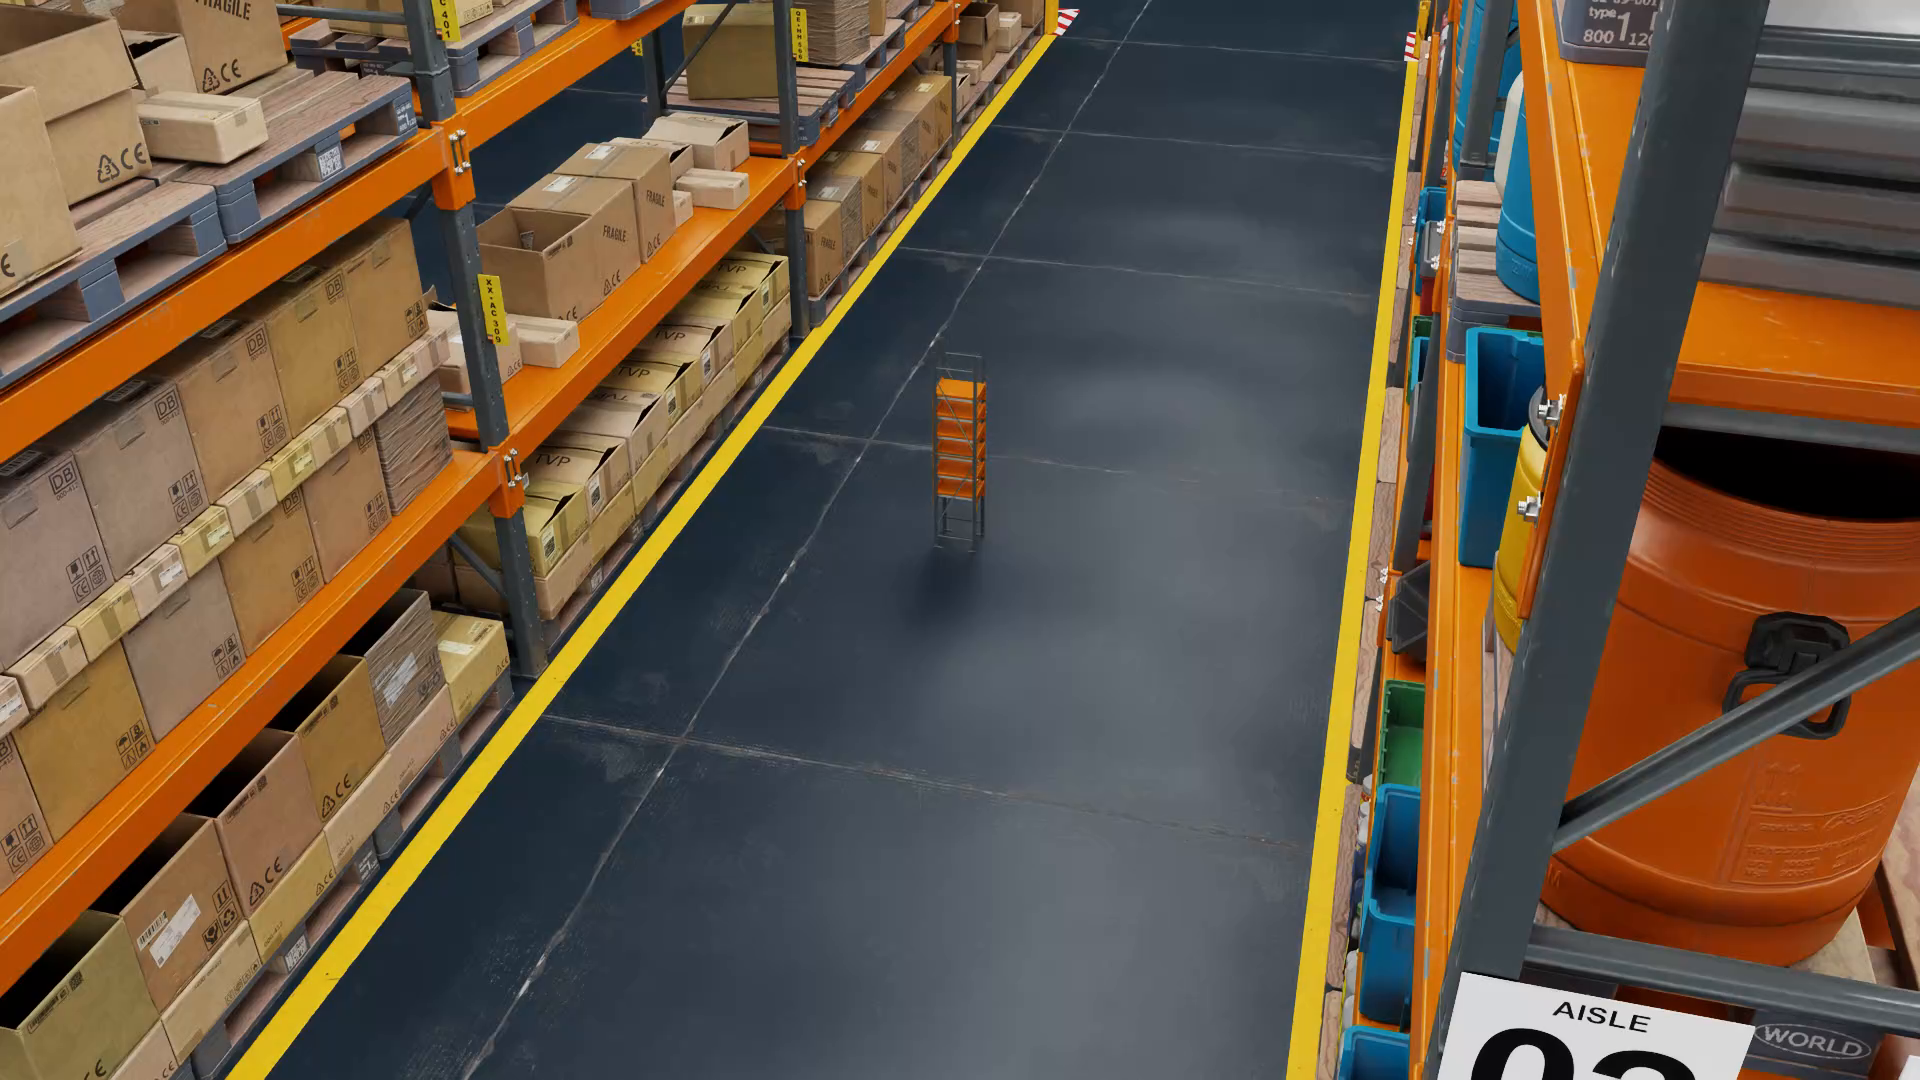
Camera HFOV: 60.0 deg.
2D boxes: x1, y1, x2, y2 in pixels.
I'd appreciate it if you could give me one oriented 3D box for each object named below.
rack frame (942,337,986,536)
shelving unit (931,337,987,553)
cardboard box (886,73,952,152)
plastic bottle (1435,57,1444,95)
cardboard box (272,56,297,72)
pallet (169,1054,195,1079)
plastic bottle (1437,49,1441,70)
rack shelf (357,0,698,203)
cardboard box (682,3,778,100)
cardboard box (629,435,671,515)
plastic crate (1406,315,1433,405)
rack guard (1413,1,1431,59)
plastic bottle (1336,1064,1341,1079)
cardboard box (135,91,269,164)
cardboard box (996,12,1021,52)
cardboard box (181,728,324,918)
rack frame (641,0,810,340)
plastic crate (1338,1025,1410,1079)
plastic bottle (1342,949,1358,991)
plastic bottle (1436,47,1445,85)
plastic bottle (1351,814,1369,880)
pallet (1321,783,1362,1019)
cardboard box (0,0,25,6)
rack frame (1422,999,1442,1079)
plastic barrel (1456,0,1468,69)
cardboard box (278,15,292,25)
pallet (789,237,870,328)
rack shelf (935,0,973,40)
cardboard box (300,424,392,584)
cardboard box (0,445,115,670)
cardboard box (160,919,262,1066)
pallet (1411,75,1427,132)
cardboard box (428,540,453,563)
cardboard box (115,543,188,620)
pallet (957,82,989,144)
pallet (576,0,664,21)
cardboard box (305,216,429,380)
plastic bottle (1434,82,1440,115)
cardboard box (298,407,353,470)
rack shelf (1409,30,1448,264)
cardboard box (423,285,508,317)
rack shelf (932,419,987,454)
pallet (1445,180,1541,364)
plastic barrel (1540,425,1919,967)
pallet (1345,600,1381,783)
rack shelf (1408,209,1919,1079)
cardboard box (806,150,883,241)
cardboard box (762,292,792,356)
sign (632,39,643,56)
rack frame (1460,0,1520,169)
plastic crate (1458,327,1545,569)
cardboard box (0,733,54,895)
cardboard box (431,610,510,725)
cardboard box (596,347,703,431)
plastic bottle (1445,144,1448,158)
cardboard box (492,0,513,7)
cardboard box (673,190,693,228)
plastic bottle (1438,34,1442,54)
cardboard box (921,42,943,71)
[{"bbox_3d":[0.020,-0.546,9.061,0.240,1.200,0.006,8,33,12],"label":"rack frame"},{"bbox_3d":[-0.004,-0.499,8.986,0.258,1.200,0.189,8,33,12],"label":"shelving unit"},{"bbox_3d":[-0.376,-3.658,14.198,0.500,0.500,0.500,8,33,12],"label":"cardboard box"},{"bbox_3d":[3.483,-3.304,11.837,0.152,0.276,0.135,8,33,12],"label":"plastic bottle"},{"bbox_3d":[-5.793,-3.507,13.652,0.750,0.750,0.750,8,33,12],"label":"cardboard box"},{"bbox_3d":[-3.420,2.179,5.695,1.003,0.211,1.213,8,33,12],"label":"pallet"},{"bbox_3d":[3.603,-3.577,12.336,0.097,0.201,0.097,0,32,0],"label":"plastic bottle"},{"bbox_3d":[-2.050,-2.671,8.600,1.077,0.370,4.000,8,33,12],"label":"rack shelf"},{"bbox_3d":[-1.492,-3.308,11.243,0.700,0.500,0.500,-3,33,-4],"label":"cardboard box"},{"bbox_3d":[-1.956,-0.398,9.321,0.500,0.250,0.500,7,33,11],"label":"cardboard box"},{"bbox_3d":[2.401,-0.847,8.054,0.450,0.188,0.662,8,33,12],"label":"plastic crate"},{"bbox_3d":[5.271,-5.181,17.004,1.175,0.500,0.348,8,33,12],"label":"rack guard"},{"bbox_3d":[1.350,1.905,5.656,0.152,0.276,0.135,8,33,13],"label":"plastic bottle"},{"bbox_3d":[-2.600,-1.404,5.648,0.380,0.149,0.250,8,33,12],"label":"cardboard box"},{"bbox_3d":[0.317,-5.119,16.729,0.500,0.250,0.500,8,33,12],"label":"cardboard box"},{"bbox_3d":[-2.839,1.045,6.352,0.500,0.500,0.500,8,33,12],"label":"cardboard box"},{"bbox_3d":[-1.543,-2.747,10.844,1.000,3.000,0.127,8,33,12],"label":"rack frame"},{"bbox_3d":[1.225,1.507,4.292,0.499,0.251,0.408,8,33,12],"label":"plastic crate"},{"bbox_3d":[1.484,1.605,6.198,0.097,0.201,0.097,0,32,0],"label":"plastic bottle"},{"bbox_3d":[3.541,-3.425,12.027,0.152,0.276,0.135,8,33,12],"label":"plastic bottle"},{"bbox_3d":[1.672,1.246,6.692,0.152,0.276,0.135,9,34,14],"label":"plastic bottle"},{"bbox_3d":[2.021,1.525,6.724,1.003,0.211,1.213,8,33,12],"label":"pallet"},{"bbox_3d":[-6.461,-3.569,11.029,0.380,0.149,0.250,3,33,4],"label":"cardboard box"},{"bbox_3d":[1.217,2.081,3.250,1.000,3.000,0.127,8,33,12],"label":"rack frame"},{"bbox_3d":[2.483,-2.444,7.105,0.600,0.901,0.708,8,33,12],"label":"plastic barrel"},{"bbox_3d":[-5.649,-4.258,13.438,0.380,0.149,0.250,8,33,13],"label":"cardboard box"},{"bbox_3d":[-1.317,-1.952,12.194,1.003,0.211,1.213,8,33,12],"label":"pallet"},{"bbox_3d":[-0.020,-5.557,15.935,1.077,0.370,4.000,8,33,12],"label":"rack shelf"},{"bbox_3d":[-2.792,-0.207,6.757,0.700,0.500,0.500,8,33,12],"label":"cardboard box"},{"bbox_3d":[-3.173,0.012,5.203,0.700,0.500,0.500,8,33,13],"label":"cardboard box"},{"bbox_3d":[-2.971,1.621,6.146,0.500,0.250,0.500,8,33,12],"label":"cardboard box"},{"bbox_3d":[4.719,-3.991,15.401,1.003,0.211,1.213,8,33,12],"label":"pallet"},{"bbox_3d":[-2.733,-0.174,8.446,0.500,0.311,0.500,8,33,12],"label":"cardboard box"},{"bbox_3d":[-2.874,0.117,5.642,0.380,0.149,0.250,8,33,13],"label":"cardboard box"},{"bbox_3d":[-0.353,-4.002,15.418,1.003,0.211,1.213,8,33,12],"label":"pallet"},{"bbox_3d":[-1.910,-2.988,8.604,1.003,0.211,1.213,10,34,15],"label":"pallet"},{"bbox_3d":[-2.665,-1.029,6.841,0.700,0.500,0.500,8,33,13],"label":"cardboard box"},{"bbox_3d":[3.308,-3.047,11.426,0.061,0.283,0.133,8,33,12],"label":"plastic bottle"},{"bbox_3d":[-2.614,-0.416,6.480,0.380,0.149,0.250,8,33,12],"label":"cardboard box"},{"bbox_3d":[3.755,-2.805,11.606,1.077,0.370,4.000,8,33,12],"label":"rack shelf"},{"bbox_3d":[-2.513,-1.095,8.372,0.396,0.266,0.258,7,33,11],"label":"cardboard box"},{"bbox_3d":[-0.004,-0.563,8.946,0.258,0.103,0.180,8,33,12],"label":"rack shelf"},{"bbox_3d":[2.144,-0.793,5.151,1.213,0.211,1.003,8,33,12],"label":"pallet"},{"bbox_3d":[1.218,0.187,2.641,0.600,0.830,0.708,8,33,12],"label":"plastic barrel"},{"bbox_3d":[2.394,0.769,7.913,1.003,0.211,1.213,8,33,12],"label":"pallet"},{"bbox_3d":[1.725,0.081,4.271,1.077,0.370,4.000,8,33,12],"label":"rack shelf"},{"bbox_3d":[-0.891,-2.607,12.544,0.500,0.500,0.500,8,33,12],"label":"cardboard box"},{"bbox_3d":[-1.441,-1.457,10.988,0.500,0.250,0.500,9,33,14],"label":"cardboard box"},{"bbox_3d":[-2.070,-3.271,10.663,0.100,0.325,0.005,8,33,12],"label":"sign"},{"bbox_3d":[2.232,-2.526,4.906,1.000,3.000,0.127,8,33,12],"label":"rack frame"},{"bbox_3d":[1.410,-0.208,4.071,0.392,0.384,0.575,8,33,12],"label":"plastic crate"},{"bbox_3d":[-3.314,0.849,5.095,0.700,0.500,0.500,9,34,14],"label":"cardboard box"},{"bbox_3d":[-2.464,0.583,7.779,0.500,0.250,0.500,8,33,12],"label":"cardboard box"},{"bbox_3d":[-1.823,-0.903,9.593,0.500,0.311,0.500,9,34,14],"label":"cardboard box"},{"bbox_3d":[3.043,-2.432,10.534,0.097,0.201,0.097,0,32,0],"label":"plastic bottle"},{"bbox_3d":[-2.256,-2.654,7.652,0.500,0.250,0.500,5,33,8],"label":"cardboard box"},{"bbox_3d":[-1.812,-1.971,9.859,0.380,0.149,0.250,10,34,16],"label":"cardboard box"},{"bbox_3d":[3.711,-3.798,12.684,0.097,0.201,0.097,0,32,0],"label":"plastic bottle"},{"bbox_3d":[-0.467,-4.597,15.851,0.500,0.311,0.500,8,33,12],"label":"cardboard box"}]
